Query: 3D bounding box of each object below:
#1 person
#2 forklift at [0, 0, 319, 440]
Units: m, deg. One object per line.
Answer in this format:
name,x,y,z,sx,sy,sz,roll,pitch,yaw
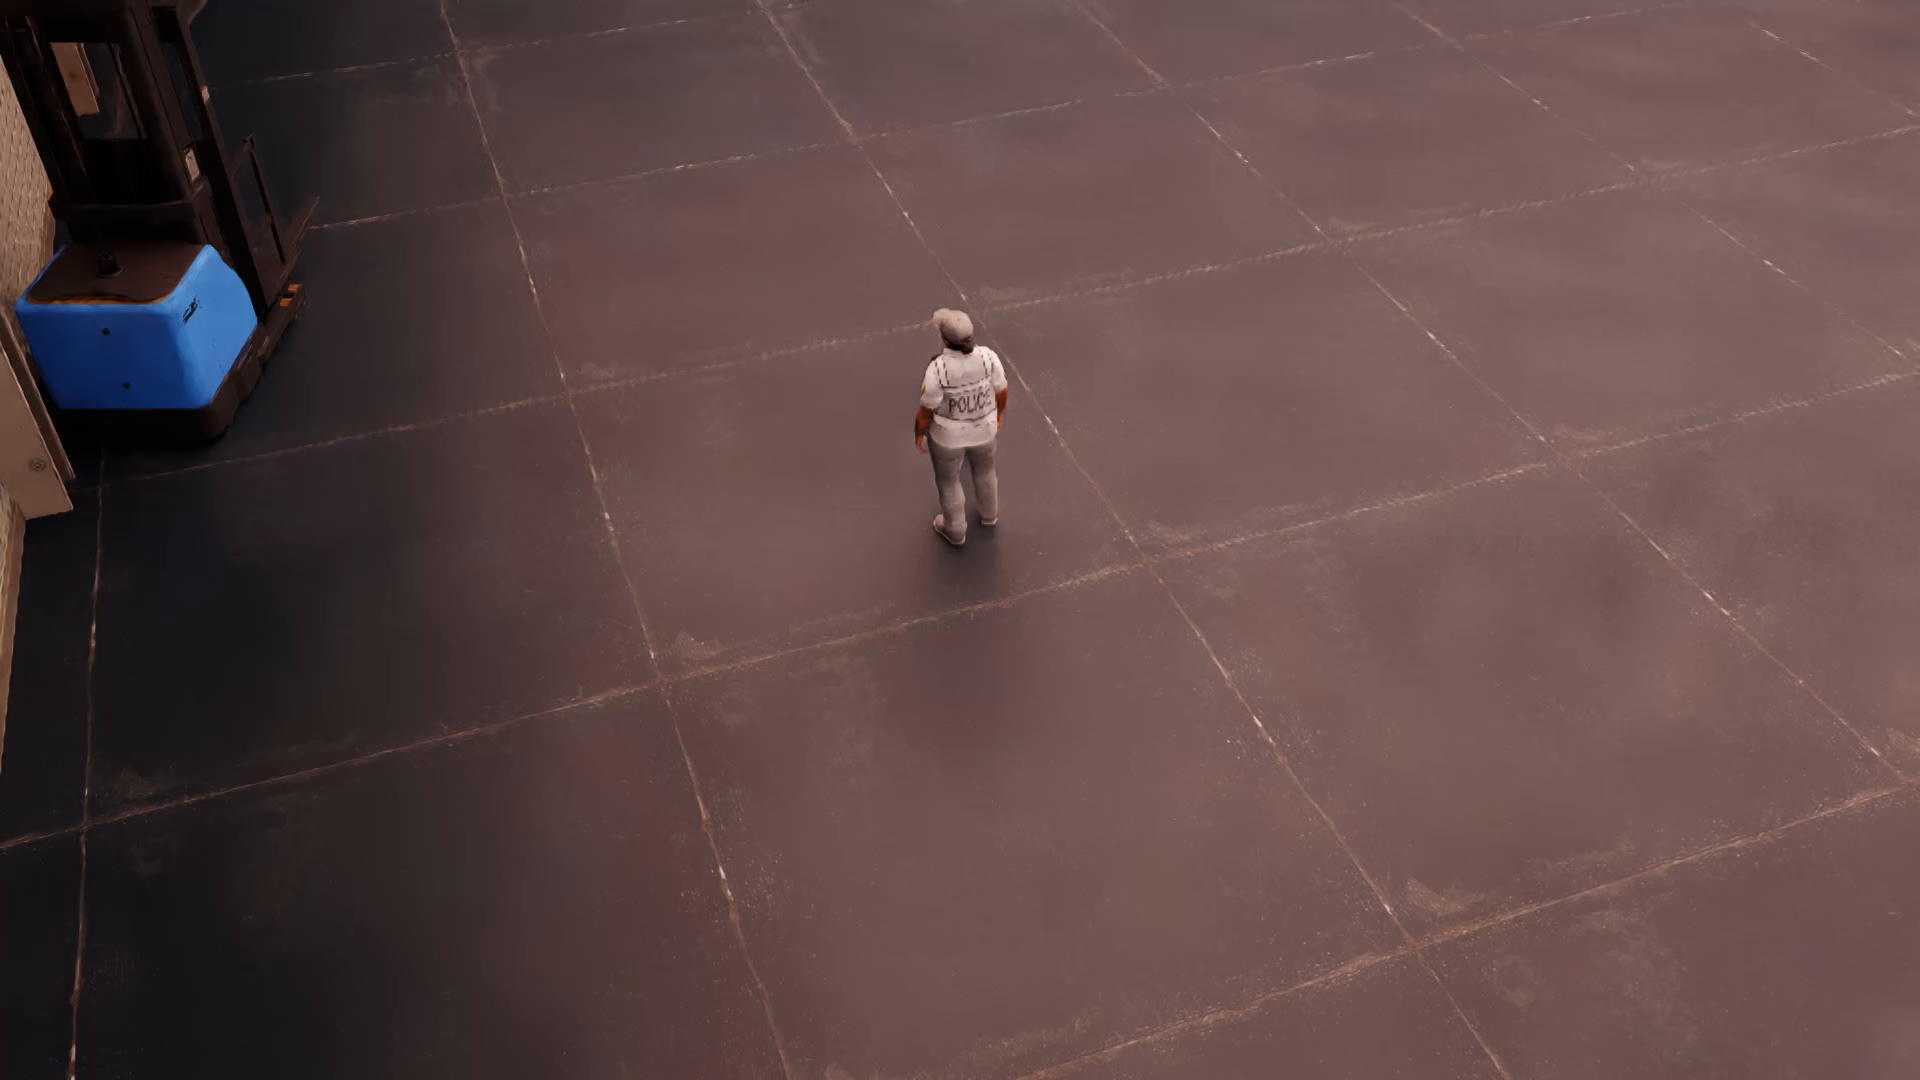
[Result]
person,-0.005,-0.695,9.796,0.598,1.669,0.529,-13,42,-15
forklift,-5.413,-2.702,11.215,1.130,2.935,3.031,0,40,0
